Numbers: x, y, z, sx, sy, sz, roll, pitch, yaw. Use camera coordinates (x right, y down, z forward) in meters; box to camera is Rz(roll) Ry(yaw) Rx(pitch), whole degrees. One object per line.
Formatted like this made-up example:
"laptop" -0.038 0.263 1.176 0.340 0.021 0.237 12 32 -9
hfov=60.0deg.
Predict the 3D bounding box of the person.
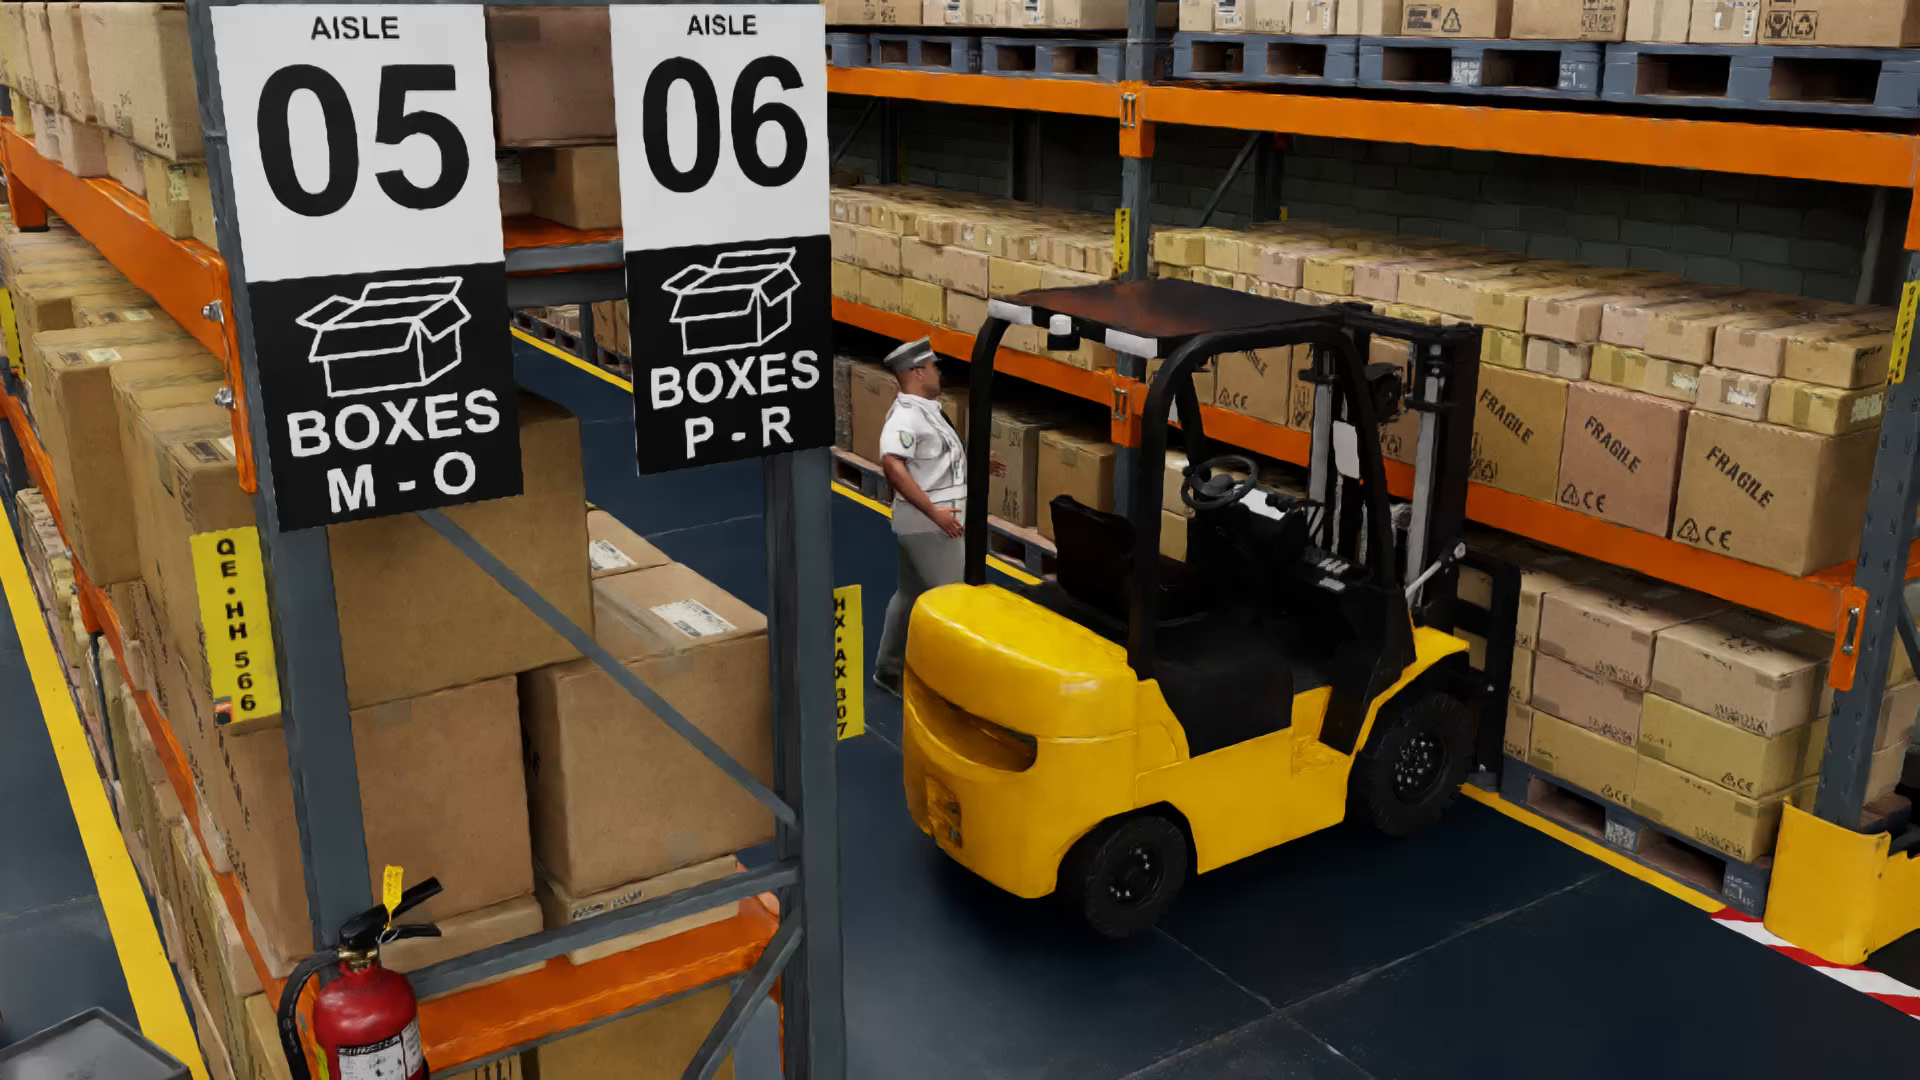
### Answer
"person" -0.033 -0.050 7.751 0.755 1.784 0.763 0 18 -1
